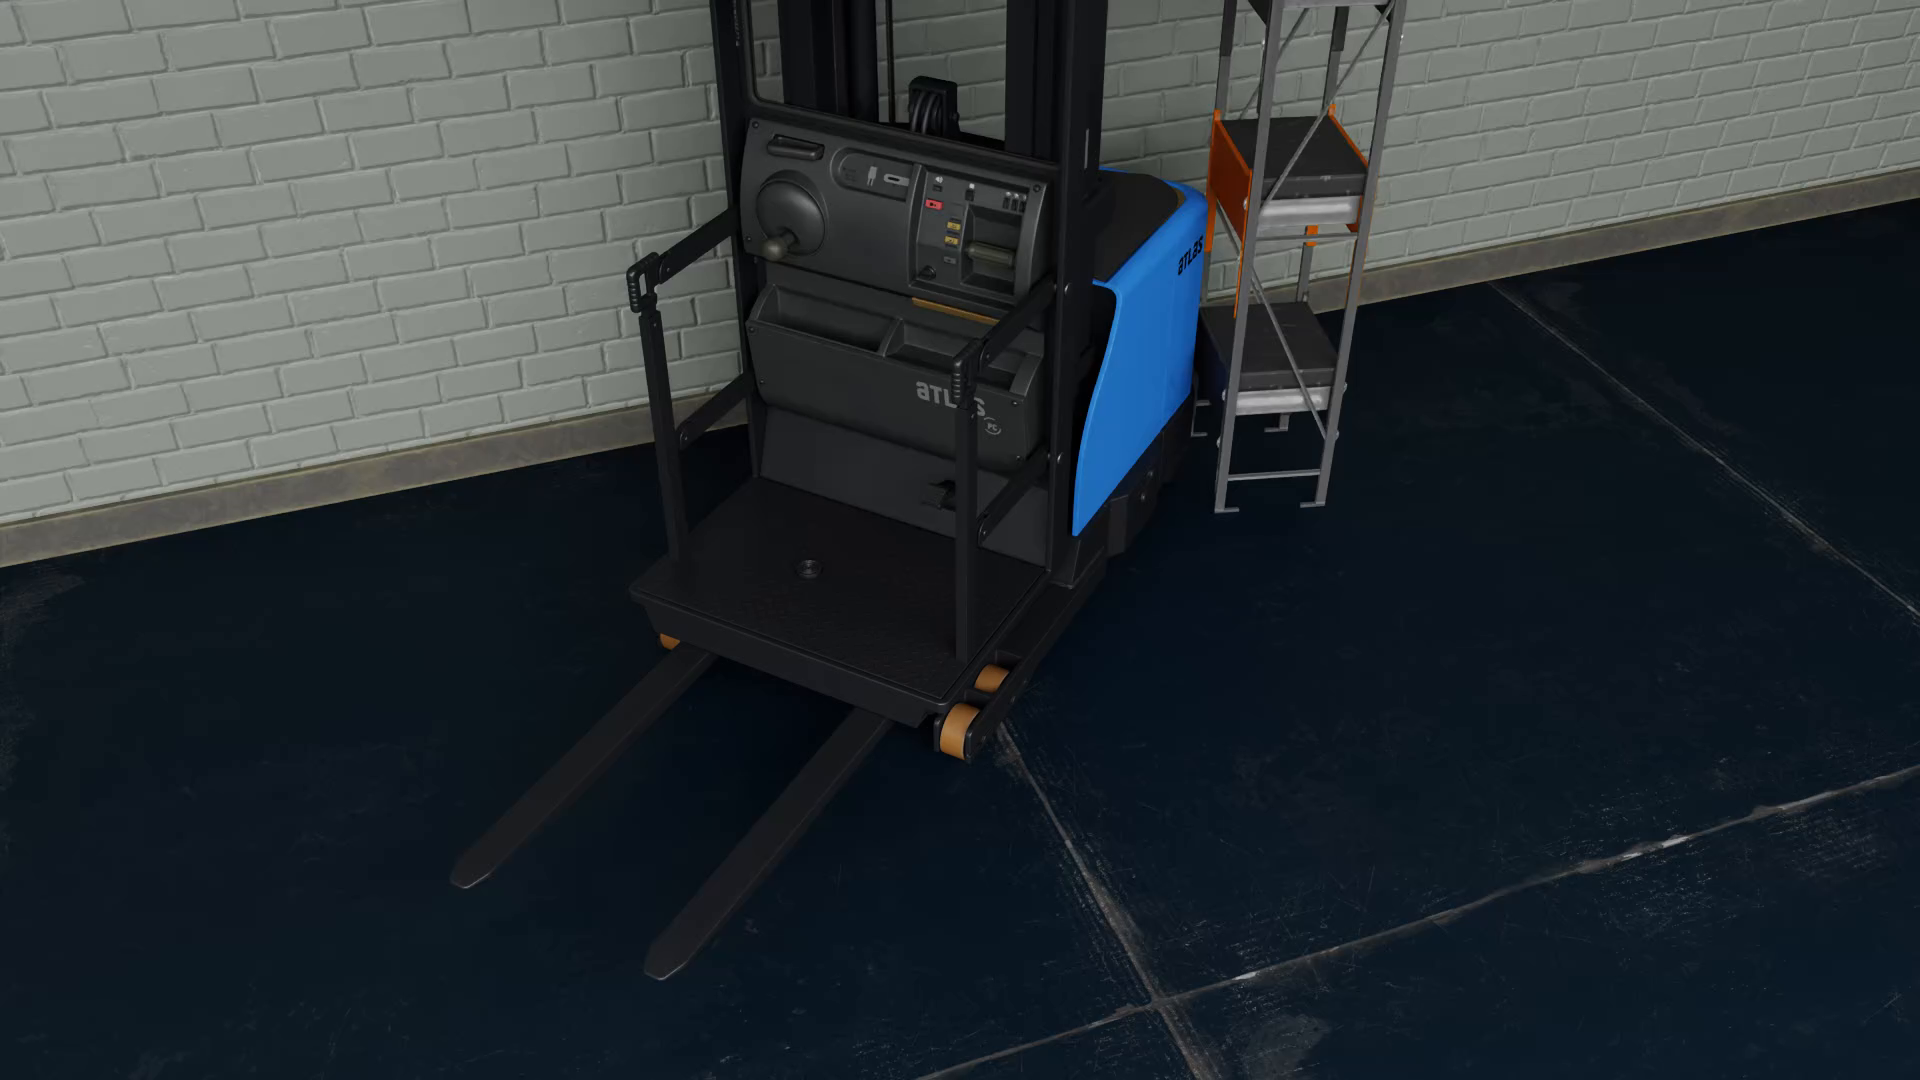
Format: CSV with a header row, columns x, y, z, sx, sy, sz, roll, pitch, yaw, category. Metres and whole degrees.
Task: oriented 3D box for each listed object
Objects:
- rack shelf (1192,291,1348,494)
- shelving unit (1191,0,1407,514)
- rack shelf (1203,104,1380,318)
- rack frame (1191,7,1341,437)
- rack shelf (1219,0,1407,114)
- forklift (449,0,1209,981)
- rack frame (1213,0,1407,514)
x,y,z,sx,sy,sz,roll,pitch,yaw,category
1.069,-0.526,5.890,0.431,0.518,0.480,-4,37,-5,rack shelf
1.069,-1.096,5.460,0.431,2.100,0.503,-4,37,-5,shelving unit
1.069,-1.085,5.468,0.431,0.518,0.480,-4,37,-5,rack shelf
1.041,-1.242,5.654,0.400,2.100,0.015,-4,37,-5,rack frame
1.069,-1.644,5.047,0.431,0.518,0.480,-4,37,-5,rack shelf
-0.296,-0.836,4.424,1.130,2.935,3.031,18,40,22,forklift
1.097,-0.950,5.267,0.400,2.100,0.015,-4,37,-5,rack frame
